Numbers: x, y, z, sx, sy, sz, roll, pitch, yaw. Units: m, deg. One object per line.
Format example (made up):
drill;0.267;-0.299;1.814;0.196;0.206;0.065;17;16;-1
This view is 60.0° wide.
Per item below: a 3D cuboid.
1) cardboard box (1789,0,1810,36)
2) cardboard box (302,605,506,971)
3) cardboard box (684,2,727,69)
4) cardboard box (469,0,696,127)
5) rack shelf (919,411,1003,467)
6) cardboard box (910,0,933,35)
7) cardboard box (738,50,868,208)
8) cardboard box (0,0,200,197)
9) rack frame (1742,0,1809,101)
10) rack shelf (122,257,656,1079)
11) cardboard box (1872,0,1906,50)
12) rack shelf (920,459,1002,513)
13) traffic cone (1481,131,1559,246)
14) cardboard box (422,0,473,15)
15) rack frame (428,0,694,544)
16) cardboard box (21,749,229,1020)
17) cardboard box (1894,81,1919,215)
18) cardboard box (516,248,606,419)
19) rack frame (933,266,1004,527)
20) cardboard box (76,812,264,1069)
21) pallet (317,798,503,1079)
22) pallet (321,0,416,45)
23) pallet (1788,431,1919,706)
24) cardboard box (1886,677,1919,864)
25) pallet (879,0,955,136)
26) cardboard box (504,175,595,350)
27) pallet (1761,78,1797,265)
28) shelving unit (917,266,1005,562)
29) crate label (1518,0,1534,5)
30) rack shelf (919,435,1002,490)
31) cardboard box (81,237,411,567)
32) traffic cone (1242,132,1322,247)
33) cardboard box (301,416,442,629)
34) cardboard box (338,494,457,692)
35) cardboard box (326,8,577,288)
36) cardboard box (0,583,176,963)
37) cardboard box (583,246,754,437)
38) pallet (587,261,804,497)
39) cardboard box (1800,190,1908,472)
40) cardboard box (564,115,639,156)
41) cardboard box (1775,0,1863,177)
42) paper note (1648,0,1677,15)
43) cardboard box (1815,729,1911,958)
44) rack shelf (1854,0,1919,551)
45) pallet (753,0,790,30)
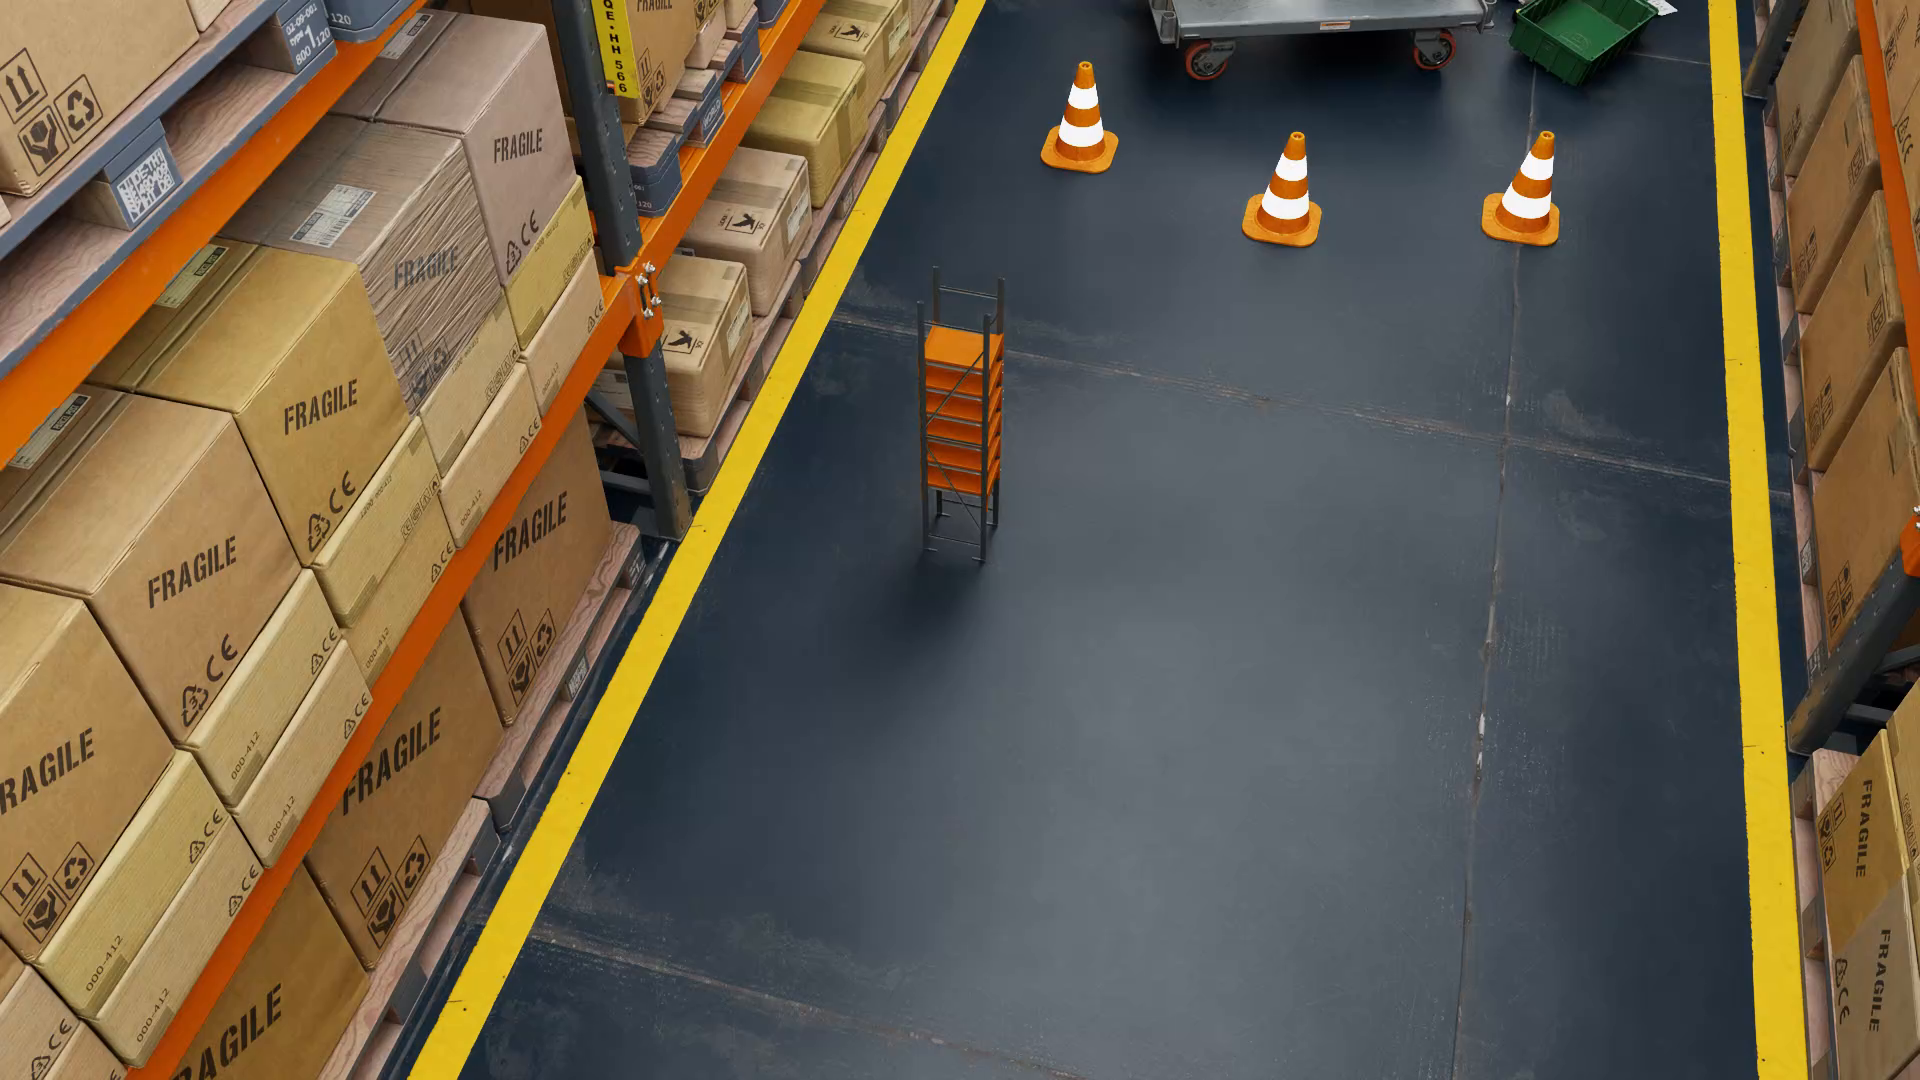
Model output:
cardboard box;4.578;-2.988;8.023;0.875;0.875;0.875;12;50;11
cardboard box;-2.011;0.571;4.883;0.875;0.875;0.875;12;50;10
cardboard box;-1.022;-1.762;5.692;0.380;0.149;0.250;9;49;8
cardboard box;-1.169;-1.671;5.179;0.500;0.500;0.500;10;49;9
rack shelf;0.004;-0.378;5.843;0.258;0.103;0.180;12;50;10
cardboard box;-0.593;-2.904;8.285;0.950;0.372;0.625;12;50;11
cardboard box;-0.960;-1.880;7.381;0.950;0.372;0.625;13;50;11
cardboard box;-1.694;-0.954;2.744;0.500;0.500;0.500;12;50;10
rack frame;4.345;-3.111;6.995;1.000;3.000;0.127;12;50;10
rack shelf;-2.037;0.564;4.232;1.077;0.370;4.000;12;50;10
cardboard box;3.680;-2.090;6.027;0.500;0.500;0.500;11;50;10
rack shelf;0.004;-0.219;6.023;0.258;0.103;0.180;12;50;10
traffic cone;2.535;-1.599;7.353;0.336;0.463;0.334;12;50;10
cardboard box;-1.659;-1.775;5.271;0.500;0.500;0.500;10;49;9
rack frame;-1.510;-1.121;5.239;1.000;3.000;0.127;12;50;10
cardboard box;-1.907;0.651;3.441;0.500;0.250;0.500;12;50;11
cardboard box;3.416;-1.351;5.375;0.500;0.500;0.500;11;49;9
cardboard box;-1.393;-0.654;4.927;0.500;0.250;0.500;10;49;9
rack frame;0.028;-0.474;5.868;0.240;1.200;0.006;12;50;10
cardboard box;-1.908;0.813;3.631;0.500;0.250;0.500;11;50;10
pallet;-2.114;1.237;5.018;1.003;0.211;1.213;12;50;10
pallet;-1.629;-1.575;3.765;1.213;0.211;1.003;14;50;12
pallet;3.572;0.150;5.977;1.003;0.211;1.213;12;50;10
cardboard box;2.877;0.674;4.542;0.500;0.250;0.500;10;49;8
pallet;-0.661;-2.528;8.341;1.003;0.211;1.213;12;50;10
cardboard box;-1.393;-0.836;4.754;0.500;0.250;0.500;11;50;10
pallet;4.214;-1.615;7.535;1.003;0.211;1.213;12;50;10
shelving unit;0.004;-0.407;5.809;0.258;1.200;0.189;12;50;10
crate label;2.975;-2.963;8.774;0.298;0.136;0.250;-19;51;-16
rack shelf;0.004;-0.299;5.933;0.258;0.103;0.180;12;50;10
cardboard box;-1.658;-0.329;3.806;0.500;0.500;0.500;12;50;10
traffic cone;1.455;-1.595;7.349;0.336;0.463;0.334;12;50;10
cardboard box;-1.639;-0.091;4.096;0.500;0.250;0.500;10;49;9
cardboard box;-1.660;0.079;4.279;0.500;0.250;0.500;11;50;10
cardboard box;-1.394;-1.059;4.451;0.500;0.500;0.500;10;49;9
cardboard box;-1.928;0.411;3.153;0.500;0.500;0.500;10;49;9
cardboard box;-1.352;-0.797;6.426;0.950;0.372;0.625;9;49;7
pallet;-1.303;-0.763;6.783;1.003;0.211;1.213;12;50;10
cardboard box;3.766;-0.668;6.059;1.050;0.750;0.750;12;50;11
cardboard box;-1.245;-1.375;5.351;0.380;0.149;0.250;9;49;8
cardboard box;4.268;-2.038;7.269;1.050;0.750;0.750;11;50;10
paper note;3.648;-2.793;8.695;0.147;0.020;0.142;-19;51;-16
cardboard box;2.860;0.932;4.814;0.500;0.500;0.500;10;49;8
rack shelf;3.818;-1.426;5.988;1.077;0.370;4.000;12;50;10
pallet;-1.029;-2.498;6.582;1.003;0.211;1.213;12;50;10
